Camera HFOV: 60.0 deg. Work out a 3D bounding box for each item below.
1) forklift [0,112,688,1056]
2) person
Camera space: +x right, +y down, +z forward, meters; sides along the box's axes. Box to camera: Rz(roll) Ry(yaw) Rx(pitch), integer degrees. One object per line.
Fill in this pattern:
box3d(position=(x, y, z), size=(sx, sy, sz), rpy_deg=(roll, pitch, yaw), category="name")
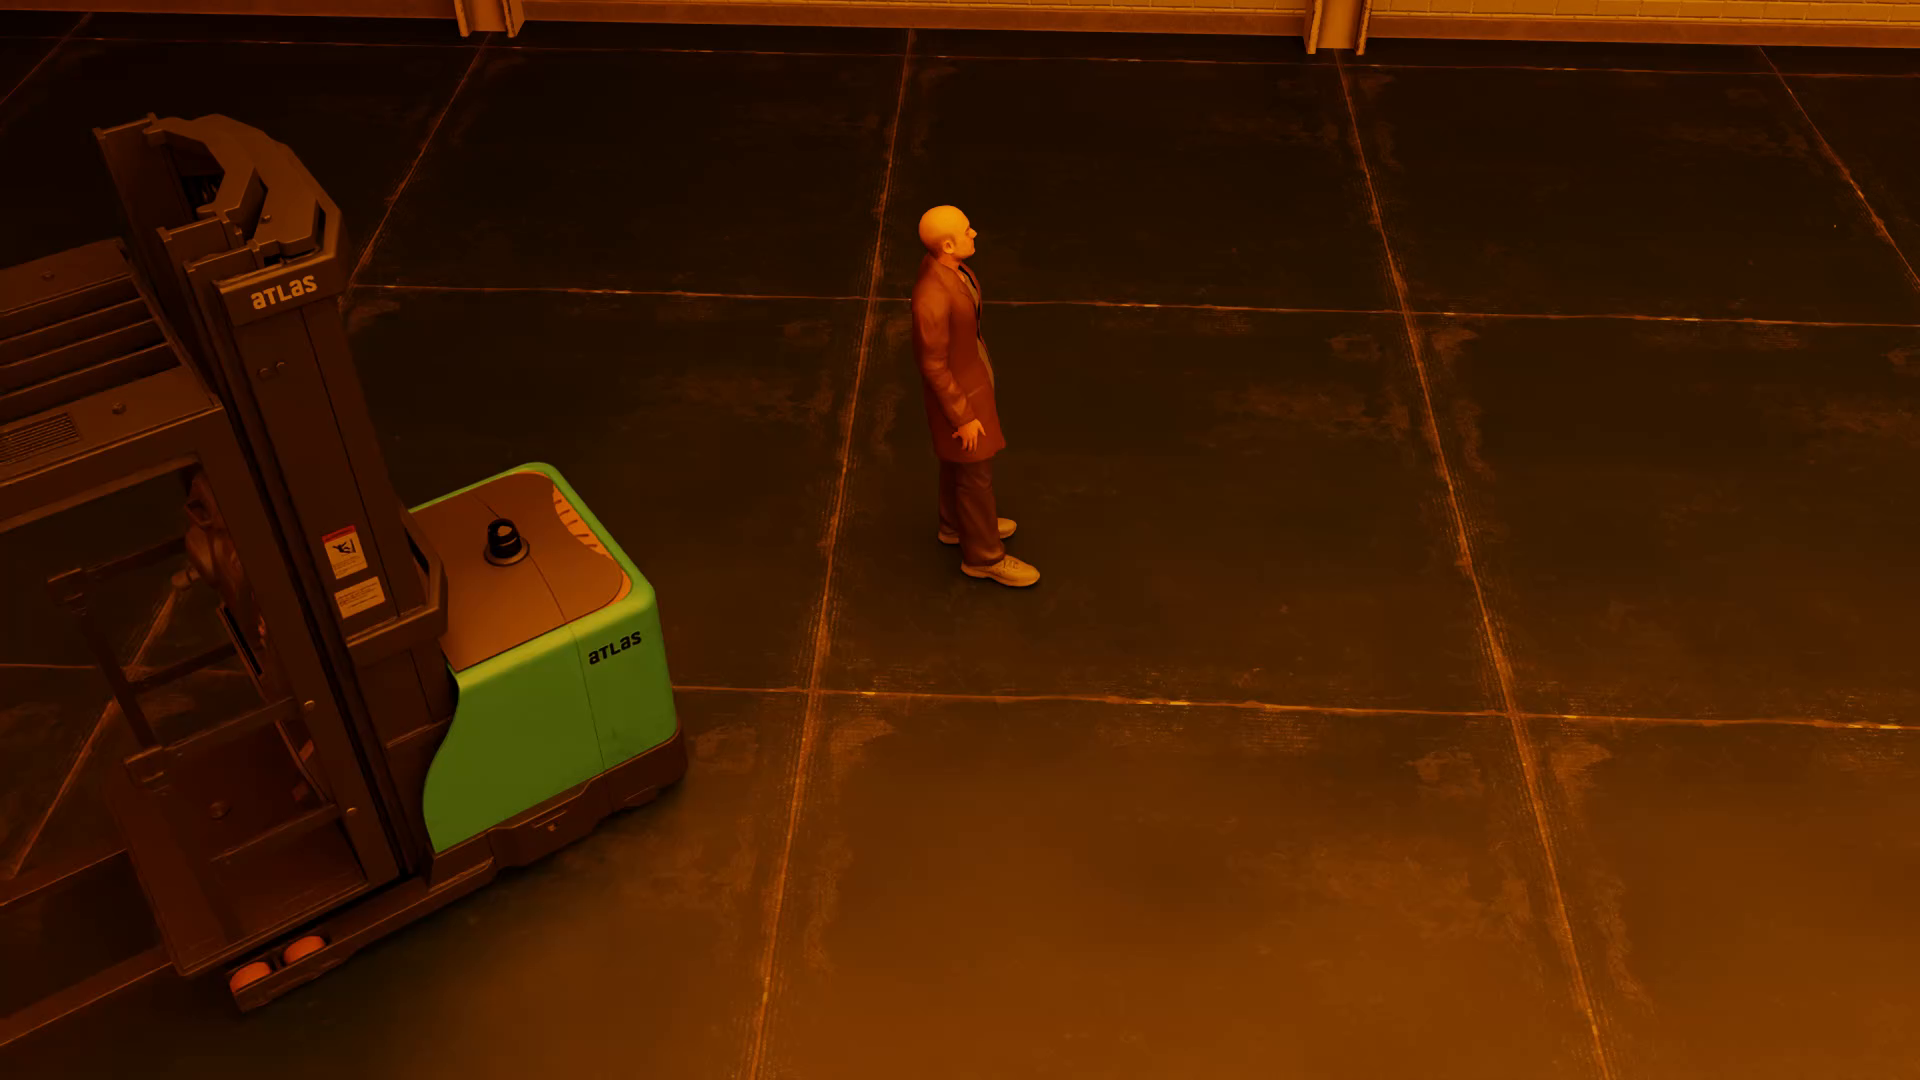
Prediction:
box3d(position=(-2.612, 0.208, 5.515), size=(3.031, 2.935, 1.130), rpy_deg=(-25, 48, -25), category="forklift")
box3d(position=(0.090, -0.656, 7.305), size=(0.582, 1.776, 0.694), rpy_deg=(2, 42, 2), category="person")
